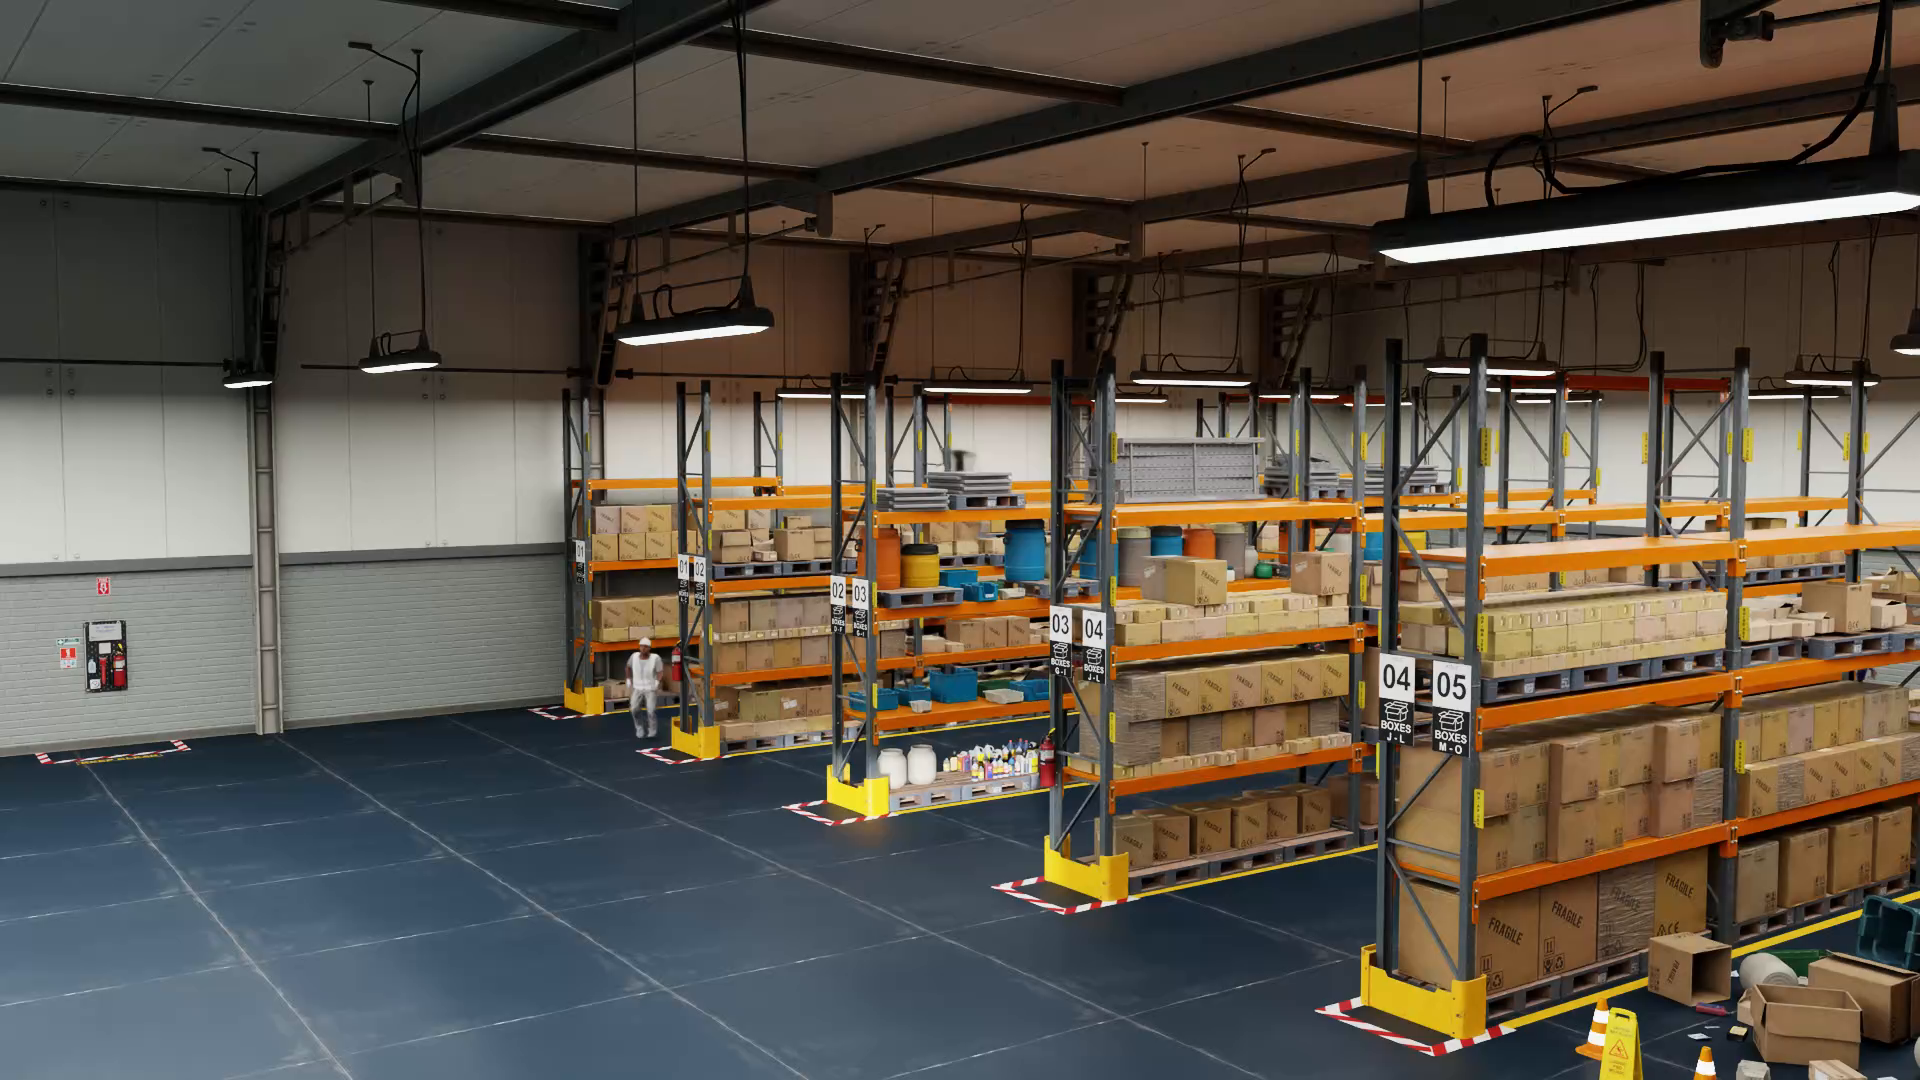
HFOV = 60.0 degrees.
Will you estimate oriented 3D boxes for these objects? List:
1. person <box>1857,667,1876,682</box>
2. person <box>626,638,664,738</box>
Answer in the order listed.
[{"bbox_3d":[15.516,2.520,28.796,0.556,1.594,0.876,0,4,-5],"label":"person"},{"bbox_3d":[-5.322,2.501,27.943,0.690,1.723,0.728,0,4,2],"label":"person"}]
